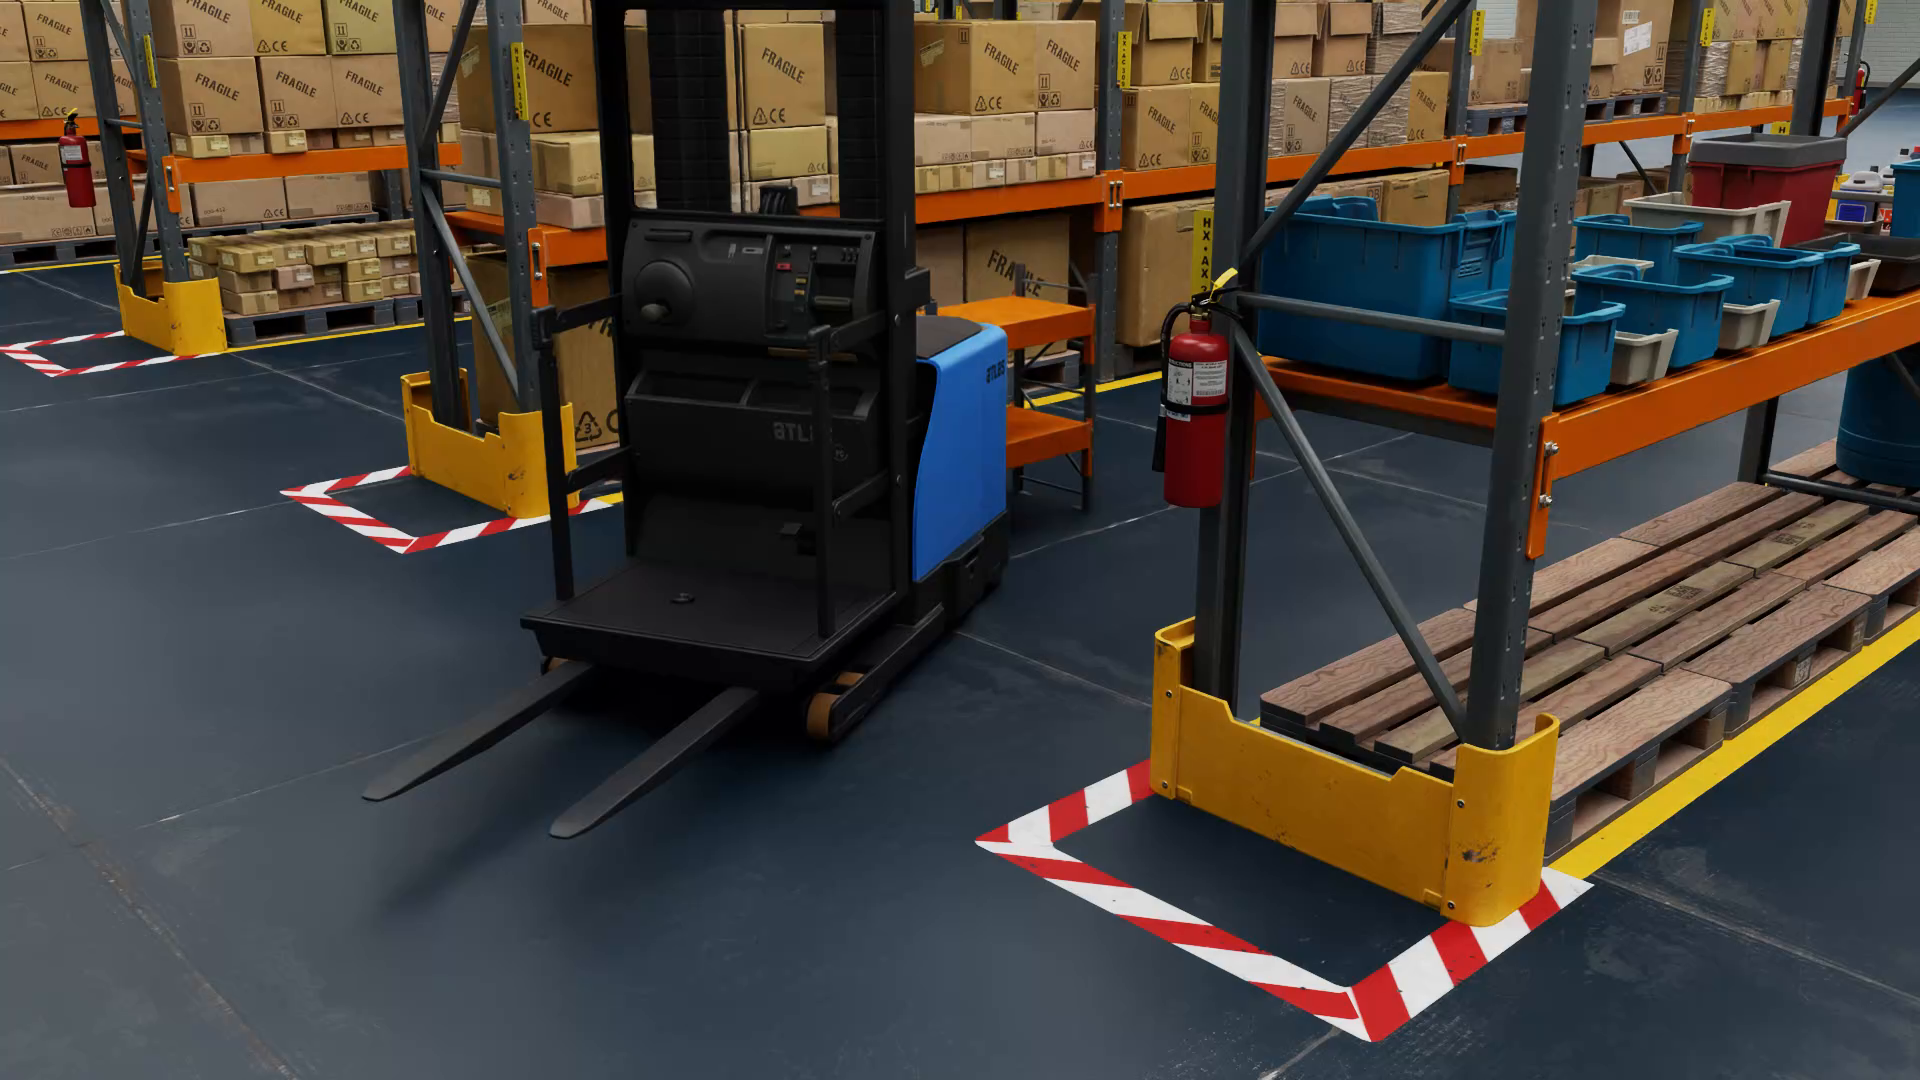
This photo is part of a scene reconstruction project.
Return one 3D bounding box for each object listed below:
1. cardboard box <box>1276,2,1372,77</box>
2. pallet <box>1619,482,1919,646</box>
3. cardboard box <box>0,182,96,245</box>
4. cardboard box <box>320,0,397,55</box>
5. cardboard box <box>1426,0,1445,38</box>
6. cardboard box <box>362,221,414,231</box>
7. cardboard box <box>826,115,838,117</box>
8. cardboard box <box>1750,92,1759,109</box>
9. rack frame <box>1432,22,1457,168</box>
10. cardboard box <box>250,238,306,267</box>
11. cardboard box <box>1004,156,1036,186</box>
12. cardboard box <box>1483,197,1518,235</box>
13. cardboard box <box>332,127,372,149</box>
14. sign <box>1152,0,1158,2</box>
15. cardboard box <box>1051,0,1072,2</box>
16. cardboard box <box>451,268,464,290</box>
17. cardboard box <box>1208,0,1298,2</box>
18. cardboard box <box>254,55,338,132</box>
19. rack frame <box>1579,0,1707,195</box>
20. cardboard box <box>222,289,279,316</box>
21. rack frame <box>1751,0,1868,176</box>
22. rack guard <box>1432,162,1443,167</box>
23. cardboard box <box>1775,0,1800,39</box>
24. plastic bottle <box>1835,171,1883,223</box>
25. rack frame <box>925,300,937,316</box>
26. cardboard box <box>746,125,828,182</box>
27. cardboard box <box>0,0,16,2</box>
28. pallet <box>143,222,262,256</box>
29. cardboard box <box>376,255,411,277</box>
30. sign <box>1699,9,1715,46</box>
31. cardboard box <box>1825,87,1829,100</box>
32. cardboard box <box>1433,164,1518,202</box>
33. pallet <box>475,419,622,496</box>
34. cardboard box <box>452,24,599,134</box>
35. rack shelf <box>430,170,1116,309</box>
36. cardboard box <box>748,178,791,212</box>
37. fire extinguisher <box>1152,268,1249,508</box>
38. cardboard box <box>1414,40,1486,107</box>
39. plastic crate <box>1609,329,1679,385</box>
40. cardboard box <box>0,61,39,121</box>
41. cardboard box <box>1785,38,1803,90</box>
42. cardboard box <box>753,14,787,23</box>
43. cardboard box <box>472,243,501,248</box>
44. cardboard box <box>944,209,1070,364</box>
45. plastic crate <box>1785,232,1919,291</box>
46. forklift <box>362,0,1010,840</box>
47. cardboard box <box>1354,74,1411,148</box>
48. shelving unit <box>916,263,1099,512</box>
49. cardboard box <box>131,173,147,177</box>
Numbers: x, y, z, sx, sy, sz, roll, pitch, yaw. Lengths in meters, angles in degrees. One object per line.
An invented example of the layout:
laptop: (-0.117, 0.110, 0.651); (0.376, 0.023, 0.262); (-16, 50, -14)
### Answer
cardboard box: (2.485, -3.620, 11.998); (0.637, 0.503, 0.797); (-16, 24, -40)
pallet: (3.492, 0.064, 6.944); (1.213, 0.211, 1.003); (-16, 24, -41)
cardboard box: (-8.708, -3.053, 15.511); (0.875, 0.438, 0.875); (17, 24, 42)
cardboard box: (-4.380, -3.736, 11.878); (0.500, 0.500, 0.500); (-17, 25, -42)
cardboard box: (5.685, -6.727, 21.376); (0.550, 0.550, 0.875); (-16, 24, -41)
cardboard box: (-4.455, -2.382, 12.946); (0.380, 0.149, 0.250); (17, 25, 42)
cardboard box: (-1.026, -2.248, 9.315); (0.500, 0.250, 0.500); (-16, 24, -41)
cardboard box: (7.664, -4.361, 16.479); (0.250, 0.149, 0.380); (-16, 24, -41)
rack frame: (5.981, -6.212, 21.782); (0.127, 3.000, 1.000); (-16, 24, -41)
cardboard box: (-4.913, -2.069, 11.979); (0.250, 0.149, 0.380); (-16, 24, -40)
cardboard box: (0.226, -2.170, 9.722); (0.250, 0.149, 0.380); (-17, 24, -42)
cardboard box: (4.370, -2.671, 14.200); (0.700, 0.500, 0.500); (15, 24, 39)
cardboard box: (-4.487, -2.944, 12.107); (0.250, 0.149, 0.380); (-17, 24, -41)
sign: (2.874, -7.873, 24.513); (0.005, 0.325, 0.100); (-16, 24, -41)
cardboard box: (1.155, -7.496, 23.477); (0.500, 0.500, 0.700); (-16, 24, -41)
cardboard box: (-3.929, -2.036, 12.841); (0.250, 0.149, 0.380); (-16, 24, -41)
cardboard box: (3.367, -6.020, 19.195); (0.550, 0.550, 0.875); (-16, 24, -41)
cardboard box: (-4.757, -3.163, 11.734); (0.500, 0.500, 0.500); (-16, 24, -41)
rack frame: (6.409, -4.232, 15.673); (0.127, 3.000, 1.000); (-16, 24, -41)
cardboard box: (-5.044, -1.705, 11.821); (0.250, 0.149, 0.380); (-16, 24, -40)
rack frame: (9.316, -5.079, 18.288); (0.127, 3.000, 1.000); (-16, 24, -41)
rack guard: (5.999, -5.028, 22.183); (0.348, 0.500, 1.175); (-16, 24, -41)
cardboard box: (7.993, -5.255, 16.565); (0.500, 0.500, 0.500); (-16, 24, -41)
plastic bottle: (4.064, -1.524, 7.522); (0.135, 0.276, 0.152); (-16, 24, -41)
rack frame: (-0.279, -0.505, 7.217); (0.032, 1.125, 0.500); (-17, 24, -42)
cardboard box: (-1.035, -2.018, 8.605); (0.500, 0.250, 0.500); (17, 25, 42)
cardboard box: (-8.529, -4.826, 14.672); (0.250, 0.149, 0.380); (-16, 24, -40)
pallet: (-7.705, -3.028, 16.480); (1.213, 0.211, 1.003); (-16, 24, -41)
cardboard box: (-4.344, -2.085, 12.512); (0.380, 0.149, 0.250); (16, 24, 41)
sign: (6.793, -4.659, 15.113); (0.005, 0.325, 0.100); (-16, 24, -41)
cardboard box: (9.068, -4.800, 17.834); (0.250, 0.149, 0.380); (-16, 24, -41)
cardboard box: (4.348, -3.025, 14.073); (0.500, 0.250, 0.500); (-13, 22, -35)
pallet: (-1.783, -0.549, 8.837); (1.213, 0.211, 1.003); (-16, 24, -41)
cardboard box: (-2.137, -2.278, 8.192); (0.500, 0.500, 0.500); (-16, 24, -40)
rack shelf: (-0.857, -1.771, 9.249); (4.000, 0.370, 1.077); (-16, 24, -41)
cardboard box: (-1.080, -1.789, 8.546); (0.250, 0.149, 0.380); (-17, 24, -42)
fire extinguisher: (0.671, -0.435, 4.692); (0.183, 0.674, 0.296); (-16, 24, -41)
cardboard box: (3.868, -3.755, 13.359); (0.500, 0.500, 0.500); (14, 23, 37)
plastic crate: (1.788, -0.510, 4.525); (0.298, 0.136, 0.250); (-16, 24, -41)
cardboard box: (-8.573, -3.995, 14.780); (0.500, 0.500, 0.500); (-17, 24, -41)
cardboard box: (8.223, -4.929, 17.179); (0.500, 0.500, 0.875); (-16, 24, -41)
cardboard box: (-2.446, -6.149, 20.262); (0.500, 0.500, 0.500); (-15, 23, -38)
cardboard box: (-3.715, -2.370, 12.907); (0.380, 0.149, 0.250); (17, 24, 42)
cardboard box: (0.062, -1.604, 10.332); (0.875, 0.875, 0.875); (-16, 24, -41)
plastic crate: (3.371, -1.027, 6.137); (0.590, 0.125, 0.437); (-16, 24, -41)
forklift: (-0.797, -0.874, 5.427); (1.130, 2.935, 3.031); (7, 19, 20)
cardboard box: (2.948, -3.167, 12.228); (0.500, 0.500, 0.500); (-17, 24, -41)
shelving unit: (0.083, -0.614, 7.556); (1.048, 1.125, 0.538); (-17, 24, -42)
cardboard box: (-10.088, -4.509, 20.279); (0.258, 0.266, 0.396); (-15, 23, -39)
